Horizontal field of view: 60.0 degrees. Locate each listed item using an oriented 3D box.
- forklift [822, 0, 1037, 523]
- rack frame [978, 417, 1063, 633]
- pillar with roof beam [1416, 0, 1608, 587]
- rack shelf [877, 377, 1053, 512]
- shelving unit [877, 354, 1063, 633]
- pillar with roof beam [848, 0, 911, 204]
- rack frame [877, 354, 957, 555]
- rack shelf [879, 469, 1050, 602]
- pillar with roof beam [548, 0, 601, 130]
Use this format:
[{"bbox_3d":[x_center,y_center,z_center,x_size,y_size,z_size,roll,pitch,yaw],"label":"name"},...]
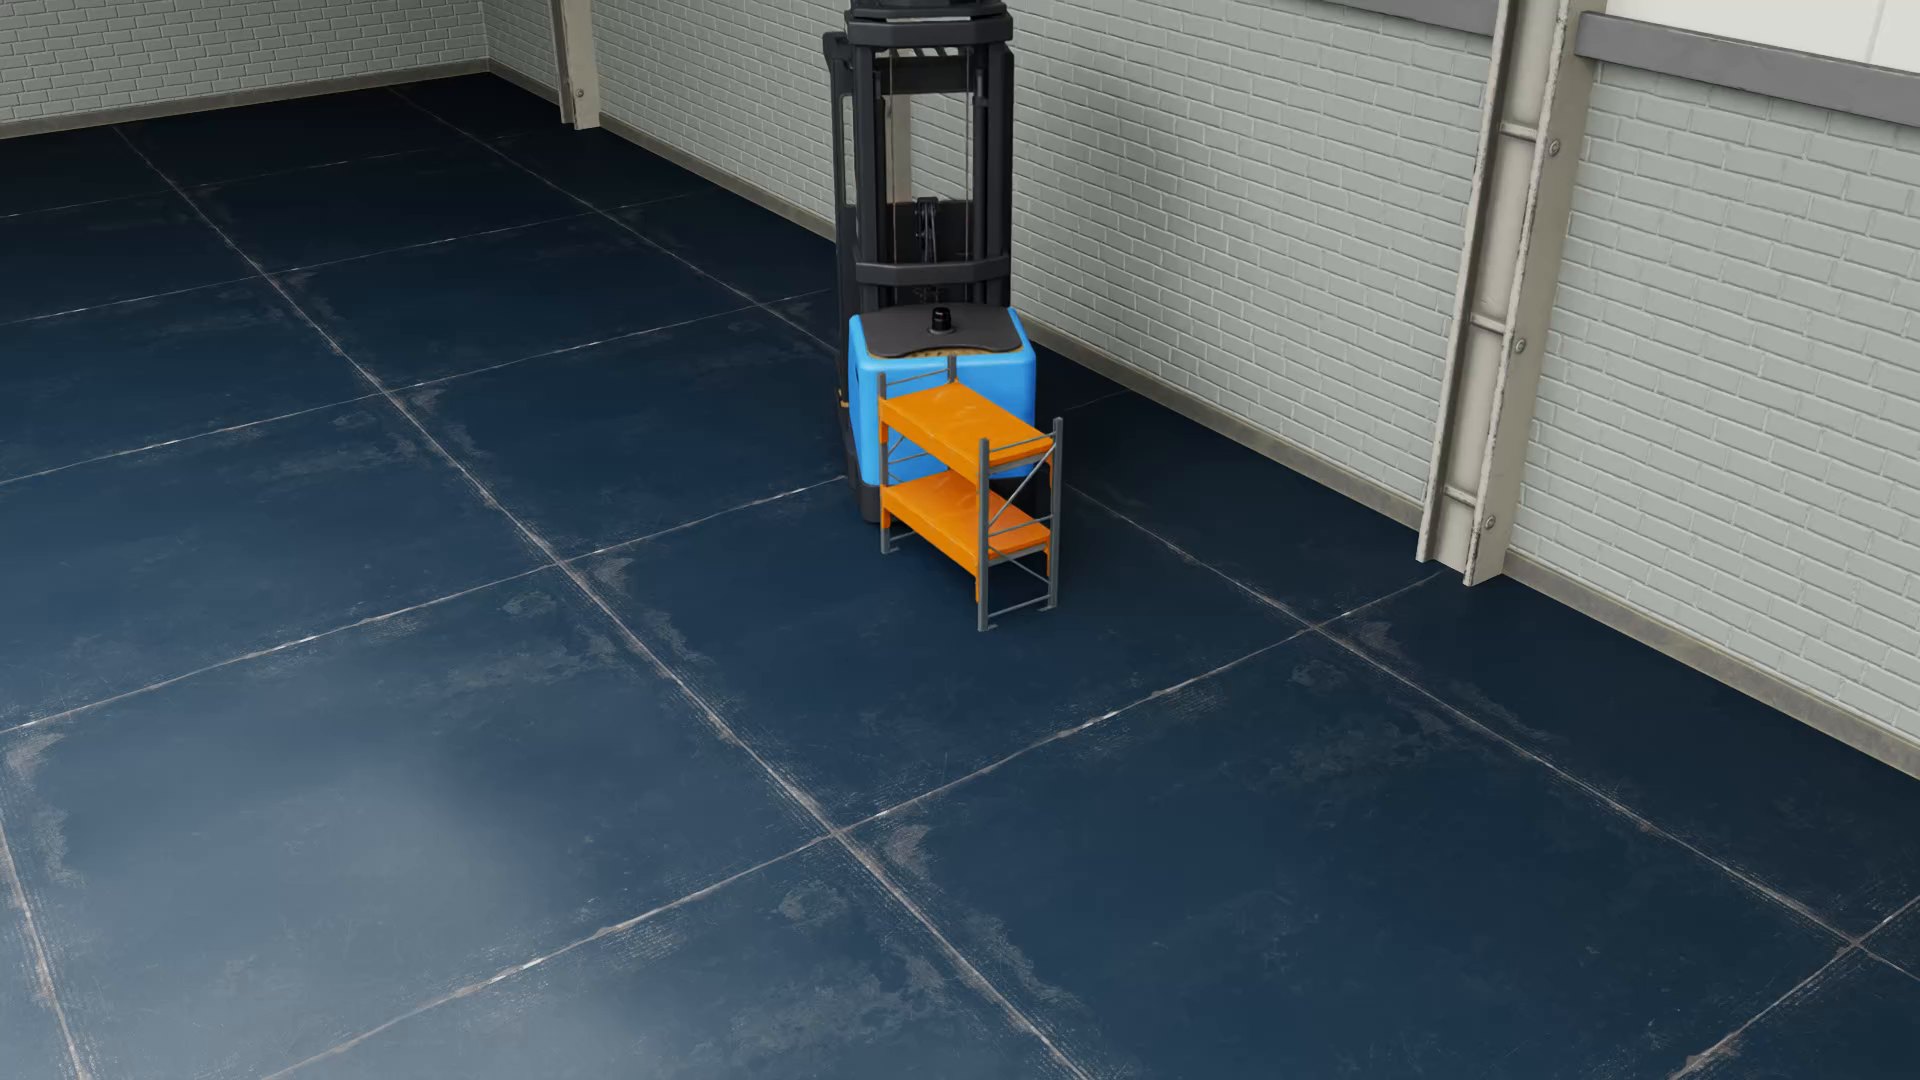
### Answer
[{"bbox_3d":[-0.258,-2.069,10.488,1.130,2.935,3.031,-4,29,-7],"label":"forklift"},{"bbox_3d":[0.314,-0.070,8.700,0.500,1.125,0.032,-17,33,-28],"label":"rack frame"},{"bbox_3d":[-0.654,-2.621,5.146,9.100,9.000,0.400,-19,34,-31],"label":"pillar with roof beam"},{"bbox_3d":[0.038,-0.531,8.936,0.538,0.278,1.000,-17,33,-28],"label":"rack shelf"},{"bbox_3d":[0.038,-0.274,9.075,0.538,1.125,1.048,-17,33,-28],"label":"shelving unit"},{"bbox_3d":[-4.134,-4.953,9.441,9.100,9.000,0.400,-19,34,-31],"label":"pillar with roof beam"},{"bbox_3d":[-0.237,-0.478,9.451,0.500,1.125,0.032,-17,33,-28],"label":"rack frame"},{"bbox_3d":[0.038,-0.059,9.192,0.538,0.278,1.000,-17,33,-28],"label":"rack shelf"},{"bbox_3d":[-7.614,-7.286,13.736,9.100,9.000,0.400,-19,34,-31],"label":"pillar with roof beam"}]
